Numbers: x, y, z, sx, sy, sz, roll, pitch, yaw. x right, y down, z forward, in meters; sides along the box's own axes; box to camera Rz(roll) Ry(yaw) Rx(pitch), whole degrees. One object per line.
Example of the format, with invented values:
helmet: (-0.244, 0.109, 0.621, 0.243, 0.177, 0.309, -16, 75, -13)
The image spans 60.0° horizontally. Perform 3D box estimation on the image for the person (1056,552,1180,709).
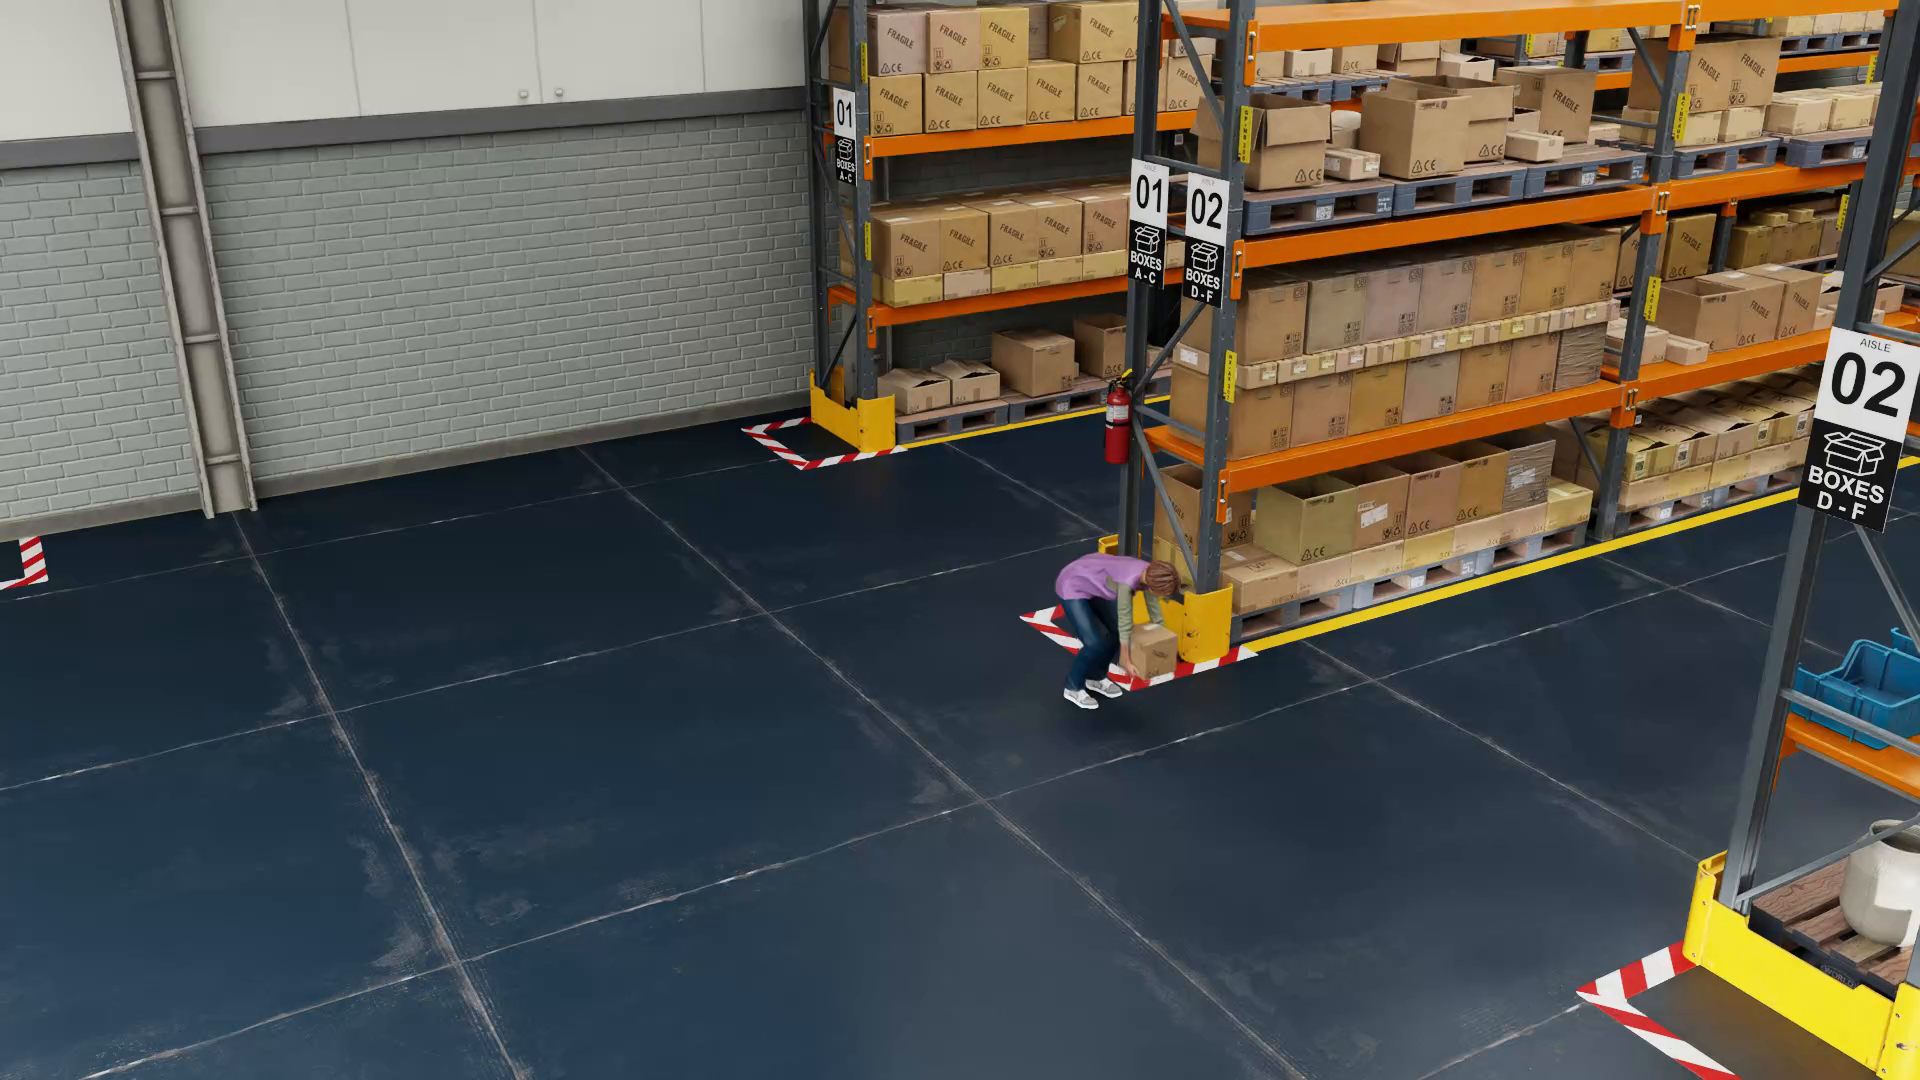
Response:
person: (0.977, 0.561, 10.410, 0.850, 1.080, 0.395, 17, 28, 36)
